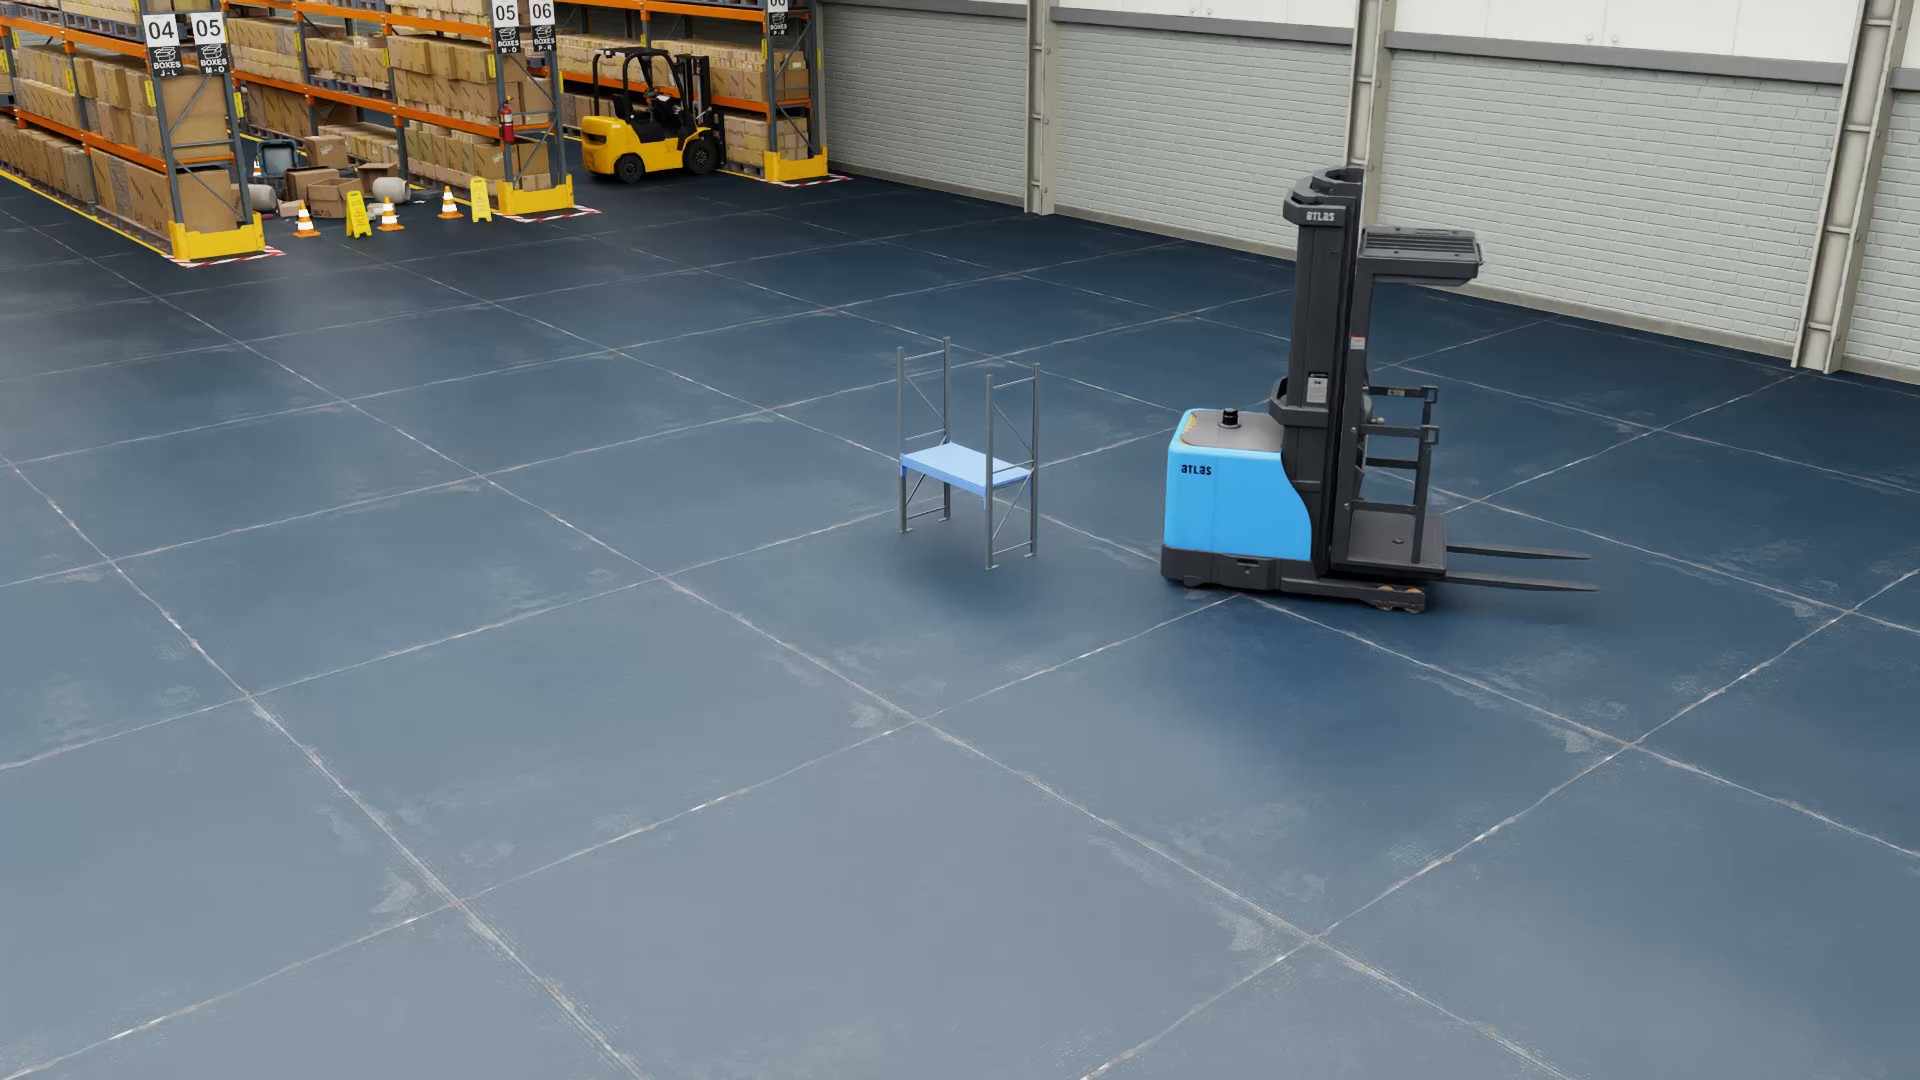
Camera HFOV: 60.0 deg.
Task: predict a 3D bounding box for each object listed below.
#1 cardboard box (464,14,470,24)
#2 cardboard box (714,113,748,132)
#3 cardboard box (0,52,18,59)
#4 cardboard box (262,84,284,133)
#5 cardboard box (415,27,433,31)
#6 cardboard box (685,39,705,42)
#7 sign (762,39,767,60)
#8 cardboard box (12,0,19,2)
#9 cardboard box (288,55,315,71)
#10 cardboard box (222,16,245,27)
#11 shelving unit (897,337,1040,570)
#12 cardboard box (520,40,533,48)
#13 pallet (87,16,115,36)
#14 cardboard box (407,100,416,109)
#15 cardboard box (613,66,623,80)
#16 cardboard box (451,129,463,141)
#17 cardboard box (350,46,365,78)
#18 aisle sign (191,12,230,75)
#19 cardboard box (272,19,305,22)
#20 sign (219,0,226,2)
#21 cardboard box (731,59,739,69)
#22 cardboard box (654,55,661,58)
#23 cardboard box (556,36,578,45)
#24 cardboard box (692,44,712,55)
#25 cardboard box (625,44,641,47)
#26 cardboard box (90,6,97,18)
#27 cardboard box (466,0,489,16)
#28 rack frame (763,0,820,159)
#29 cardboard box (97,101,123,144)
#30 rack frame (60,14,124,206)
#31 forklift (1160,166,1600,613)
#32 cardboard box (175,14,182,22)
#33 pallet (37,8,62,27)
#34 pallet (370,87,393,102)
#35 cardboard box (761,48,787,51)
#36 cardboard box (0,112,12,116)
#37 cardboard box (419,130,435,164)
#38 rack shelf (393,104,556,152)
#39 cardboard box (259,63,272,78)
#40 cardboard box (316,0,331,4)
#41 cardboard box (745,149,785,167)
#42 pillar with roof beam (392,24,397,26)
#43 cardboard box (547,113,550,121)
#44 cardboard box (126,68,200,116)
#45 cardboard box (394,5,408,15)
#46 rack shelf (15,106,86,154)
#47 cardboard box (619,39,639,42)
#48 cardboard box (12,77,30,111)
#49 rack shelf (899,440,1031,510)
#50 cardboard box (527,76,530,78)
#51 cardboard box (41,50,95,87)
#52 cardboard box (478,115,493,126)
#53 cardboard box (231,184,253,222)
[{"bbox_3d":[-7.430,-8.065,25.693,0.380,0.149,0.250,-16,27,-36],"label":"cardboard box"},{"bbox_3d":[-4.103,-7.504,29.853,0.500,0.250,0.500,-17,27,-37],"label":"cardboard box"},{"bbox_3d":[-17.242,-8.792,30.273,0.380,0.149,0.250,-18,27,-38],"label":"cardboard box"},{"bbox_3d":[-13.422,-8.732,33.503,0.875,0.875,0.875,-16,27,-36],"label":"cardboard box"},{"bbox_3d":[-12.265,-12.028,38.349,0.500,0.500,0.500,-17,27,-36],"label":"cardboard box"},{"bbox_3d":[-4.933,-9.290,31.156,0.380,0.149,0.250,-18,28,-39],"label":"cardboard box"},{"bbox_3d":[-3.312,-8.317,28.194,0.100,0.325,0.005,-17,27,-37],"label":"sign"},{"bbox_3d":[-14.923,-8.793,26.700,0.500,0.250,0.500,-17,27,-36],"label":"cardboard box"},{"bbox_3d":[-12.381,-9.057,31.516,0.500,0.250,0.500,-18,27,-38],"label":"cardboard box"},{"bbox_3d":[-15.000,-10.503,34.178,0.500,0.500,0.500,-18,28,-38],"label":"cardboard box"},{"bbox_3d":[0.056,-0.675,12.650,0.538,1.500,1.048,-17,27,-37],"label":"shelving unit"},{"bbox_3d":[-9.048,-10.344,34.910,0.500,0.250,0.500,-19,28,-40],"label":"cardboard box"},{"bbox_3d":[-11.627,-7.299,23.516,1.003,0.211,1.213,-17,27,-37],"label":"pallet"},{"bbox_3d":[-9.094,-7.378,28.053,0.380,0.149,0.250,-16,27,-36],"label":"cardboard box"},{"bbox_3d":[-6.362,-9.043,32.165,0.500,0.250,0.500,-18,27,-38],"label":"cardboard box"},{"bbox_3d":[-7.993,-6.565,26.910,0.380,0.149,0.250,-16,27,-35],"label":"cardboard box"},{"bbox_3d":[-10.393,-8.450,29.325,0.500,0.500,0.500,-16,27,-36],"label":"cardboard box"},{"bbox_3d":[-10.060,-6.667,22.327,0.394,0.787,0.004,-17,27,-37],"label":"aisle sign"},{"bbox_3d":[-13.342,-10.089,33.121,0.500,0.500,0.500,-16,27,-36],"label":"cardboard box"},{"bbox_3d":[-9.910,-7.375,22.281,0.100,0.325,0.005,-17,27,-37],"label":"sign"},{"bbox_3d":[-3.796,-8.392,29.270,0.380,0.149,0.250,-18,27,-38],"label":"cardboard box"},{"bbox_3d":[-5.494,-9.096,31.069,0.380,0.149,0.250,-18,28,-38],"label":"cardboard box"},{"bbox_3d":[-7.954,-10.121,33.684,0.380,0.149,0.250,-17,27,-36],"label":"cardboard box"},{"bbox_3d":[-4.619,-8.890,30.134,0.380,0.149,0.250,-18,27,-38],"label":"cardboard box"},{"bbox_3d":[-6.196,-9.436,31.935,0.380,0.149,0.250,-17,27,-37],"label":"cardboard box"},{"bbox_3d":[-11.972,-7.430,23.358,0.380,0.149,0.250,-17,27,-37],"label":"cardboard box"},{"bbox_3d":[-7.188,-8.153,25.372,0.500,0.250,0.500,-18,28,-38],"label":"cardboard box"},{"bbox_3d":[-2.892,-7.793,28.768,1.000,3.000,0.127,-17,27,-37],"label":"rack frame"},{"bbox_3d":[-12.056,-6.156,24.384,0.875,0.550,0.550,-17,27,-37],"label":"cardboard box"},{"bbox_3d":[-12.945,-6.509,25.491,1.000,3.000,0.127,-17,27,-37],"label":"rack frame"},{"bbox_3d":[3.040,-1.068,11.692,3.031,2.935,1.130,5,22,14],"label":"forklift"},{"bbox_3d":[-10.482,-7.167,22.689,0.380,0.149,0.250,-17,27,-37],"label":"cardboard box"},{"bbox_3d":[-13.581,-8.059,25.595,0.805,0.209,1.217,-19,28,-39],"label":"pallet"},{"bbox_3d":[-9.650,-7.872,29.233,1.003,0.211,1.213,-17,27,-37],"label":"pallet"},{"bbox_3d":[-3.278,-8.574,29.327,0.380,0.149,0.250,-17,27,-36],"label":"cardboard box"},{"bbox_3d":[-17.206,-7.545,29.958,0.500,0.250,0.500,-16,27,-35],"label":"cardboard box"},{"bbox_3d":[-8.722,-6.608,27.908,0.500,0.500,0.500,-16,27,-35],"label":"cardboard box"},{"bbox_3d":[-7.955,-6.828,27.291,1.077,0.370,4.000,-17,27,-37],"label":"rack shelf"},{"bbox_3d":[-13.415,-9.243,32.677,0.500,0.250,0.500,-18,28,-38],"label":"cardboard box"},{"bbox_3d":[-11.261,-10.000,30.152,0.700,0.500,0.500,-17,27,-37],"label":"cardboard box"},{"bbox_3d":[-3.438,-6.763,29.333,0.500,0.250,0.500,-17,27,-37],"label":"cardboard box"},{"bbox_3d":[-17.674,-14.942,38.794,9.100,9.000,0.400,-17,27,-37],"label":"pillar with roof beam"},{"bbox_3d":[-8.553,-9.101,34.959,0.500,0.500,0.500,-16,27,-36],"label":"cardboard box"},{"bbox_3d":[-10.976,-6.219,23.062,0.875,0.550,0.550,-17,27,-37],"label":"cardboard box"},{"bbox_3d":[-9.117,-8.765,27.480,0.380,0.149,0.250,-17,27,-37],"label":"cardboard box"},{"bbox_3d":[-14.250,-6.727,27.033,1.077,0.370,4.000,-17,27,-37],"label":"rack shelf"},{"bbox_3d":[-6.530,-9.827,32.936,0.380,0.149,0.250,-17,27,-37],"label":"cardboard box"},{"bbox_3d":[-15.467,-7.473,27.813,0.500,0.500,0.500,-17,27,-37],"label":"cardboard box"},{"bbox_3d":[0.056,-0.507,12.716,0.538,0.185,1.000,-17,27,-37],"label":"rack shelf"},{"bbox_3d":[-7.089,-7.135,26.543,0.500,0.500,0.500,-16,27,-36],"label":"cardboard box"},{"bbox_3d":[-14.269,-7.579,26.712,0.700,0.500,0.500,-18,28,-38],"label":"cardboard box"},{"bbox_3d":[-7.305,-6.590,26.040,0.380,0.149,0.250,-18,28,-38],"label":"cardboard box"},{"bbox_3d":[-11.154,-5.162,25.475,0.500,0.500,0.500,-12,25,-28],"label":"cardboard box"}]
